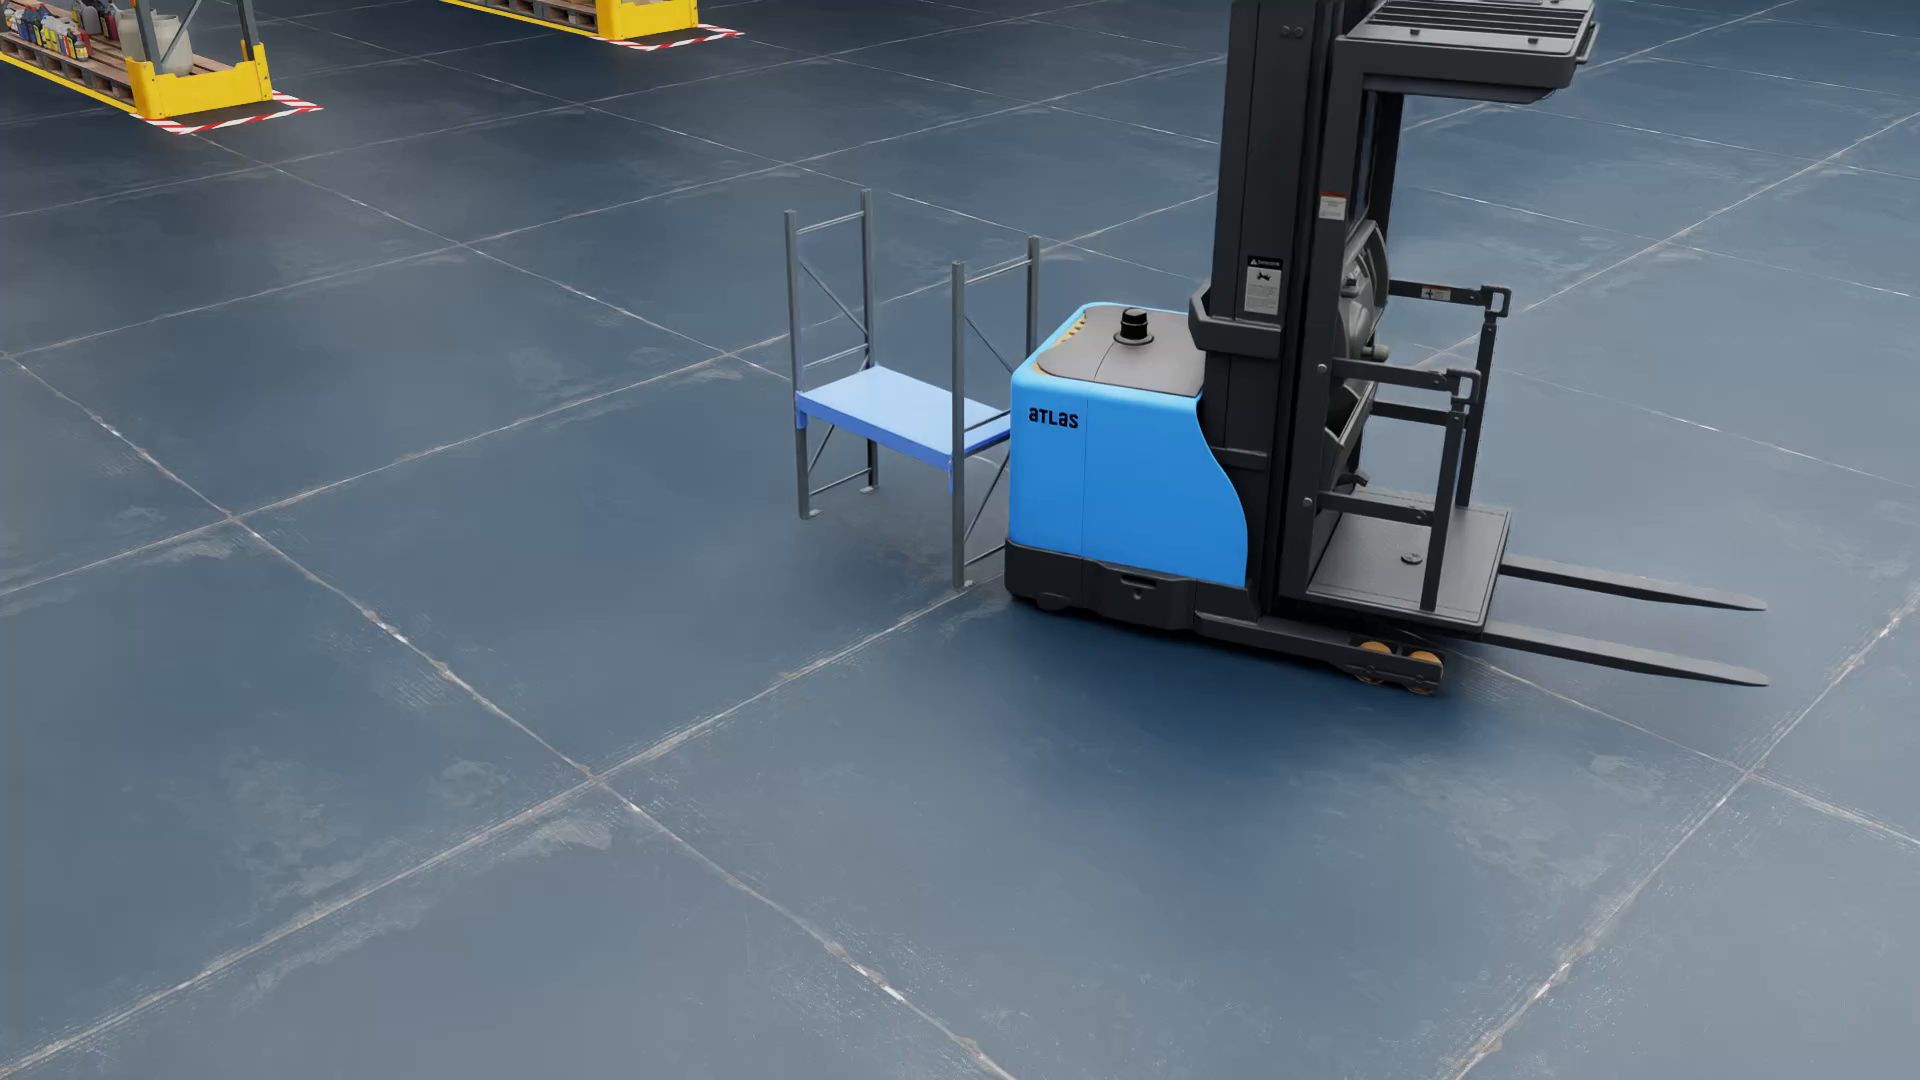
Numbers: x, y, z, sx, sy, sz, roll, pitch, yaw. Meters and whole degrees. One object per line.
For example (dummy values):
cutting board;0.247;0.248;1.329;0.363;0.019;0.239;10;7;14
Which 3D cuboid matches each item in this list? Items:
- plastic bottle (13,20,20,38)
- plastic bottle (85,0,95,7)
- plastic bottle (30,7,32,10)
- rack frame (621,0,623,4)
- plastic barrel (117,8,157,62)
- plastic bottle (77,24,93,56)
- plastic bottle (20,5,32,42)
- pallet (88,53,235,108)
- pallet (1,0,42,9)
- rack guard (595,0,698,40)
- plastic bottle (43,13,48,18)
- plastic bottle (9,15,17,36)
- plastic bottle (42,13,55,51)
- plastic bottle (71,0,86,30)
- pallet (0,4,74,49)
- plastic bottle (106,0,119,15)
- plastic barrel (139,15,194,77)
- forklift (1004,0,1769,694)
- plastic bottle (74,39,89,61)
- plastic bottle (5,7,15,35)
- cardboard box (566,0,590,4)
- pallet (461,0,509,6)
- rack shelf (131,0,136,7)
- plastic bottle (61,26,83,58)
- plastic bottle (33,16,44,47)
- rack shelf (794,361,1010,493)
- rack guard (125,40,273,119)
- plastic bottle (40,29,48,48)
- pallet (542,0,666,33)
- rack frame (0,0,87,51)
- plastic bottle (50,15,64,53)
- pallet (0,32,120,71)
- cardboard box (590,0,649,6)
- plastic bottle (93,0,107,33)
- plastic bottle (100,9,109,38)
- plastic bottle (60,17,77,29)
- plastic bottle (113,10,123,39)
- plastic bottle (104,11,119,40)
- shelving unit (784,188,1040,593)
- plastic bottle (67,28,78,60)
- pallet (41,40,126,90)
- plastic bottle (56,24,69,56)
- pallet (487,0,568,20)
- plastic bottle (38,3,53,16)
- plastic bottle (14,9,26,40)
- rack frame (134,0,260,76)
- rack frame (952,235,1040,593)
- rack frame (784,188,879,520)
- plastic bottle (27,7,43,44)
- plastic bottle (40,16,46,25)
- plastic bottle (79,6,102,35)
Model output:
plastic bottle;-9.669;-5.277;17.097;0.097;0.201;0.097;0;28;0
plastic bottle;-9.072;-5.545;17.445;0.185;0.351;0.144;23;36;37
plastic bottle;-9.490;-5.319;17.089;0.133;0.283;0.061;25;36;38
rack frame;-3.409;-6.975;17.793;0.127;3.000;1.000;25;36;38
plastic barrel;-7.762;-4.769;15.819;0.421;0.512;0.421;0;28;0
plastic bottle;-8.585;-4.905;16.301;0.133;0.283;0.061;25;36;38
plastic bottle;-9.449;-5.258;16.900;0.144;0.351;0.185;-24;36;-38
pallet;-7.544;-4.374;15.841;1.213;0.211;1.003;25;36;38
pallet;-11.195;-6.044;19.018;1.213;0.211;1.003;25;36;38
rack guard;-3.463;-5.894;18.422;0.348;0.500;1.175;25;36;38
plastic bottle;-9.261;-5.216;16.905;0.097;0.271;0.097;0;28;0
plastic bottle;-9.741;-5.310;17.160;0.097;0.201;0.097;0;28;0
plastic bottle;-9.011;-5.058;16.519;0.185;0.351;0.144;24;36;38
plastic bottle;-9.173;-5.497;17.354;0.185;0.351;0.144;25;36;38
pallet;-10.321;-5.646;18.261;1.213;0.211;1.003;25;36;38
plastic bottle;-8.705;-5.377;17.126;0.185;0.351;0.144;24;36;38
plastic barrel;-7.404;-4.606;15.508;0.421;0.512;0.421;0;28;0
forklift;1.761;-0.968;6.442;3.031;2.935;1.130;11;30;20
plastic bottle;-8.498;-4.742;16.079;0.097;0.201;0.097;0;28;0
plastic bottle;-9.814;-5.375;17.207;0.097;0.271;0.097;0;28;0
cardboard box;-4.293;-6.448;19.024;0.500;0.500;0.500;-15;31;-27
pallet;-5.757;-6.839;20.530;1.213;0.211;1.003;25;36;38
rack shelf;-8.307;-5.666;16.075;4.000;0.370;1.077;25;36;38
plastic bottle;-8.659;-4.866;16.235;0.135;0.276;0.152;25;37;39
plastic bottle;-9.226;-5.099;16.670;0.061;0.283;0.133;-23;36;-37
rack shelf;-0.217;-0.526;7.526;1.000;0.185;0.538;24;36;38
rack guard;-6.968;-4.235;15.266;0.348;0.500;1.175;25;36;38
plastic bottle;-9.129;-5.030;16.627;0.097;0.201;0.097;0;28;0
pallet;-4.018;-6.043;19.015;1.213;0.211;1.003;25;36;38
rack frame;-9.734;-6.637;17.149;0.127;3.000;1.000;25;36;38
plastic bottle;-8.879;-4.997;16.404;0.144;0.351;0.185;-24;36;-37
pallet;-9.284;-5.170;17.355;1.213;0.211;1.003;25;36;38
cardboard box;-3.842;-6.264;18.675;0.500;0.500;0.500;-18;33;-30
plastic bottle;-8.935;-5.482;17.326;0.185;0.351;0.144;22;35;36
plastic bottle;-8.759;-5.304;17.061;0.133;0.283;0.061;25;36;38
plastic bottle;-8.925;-5.082;16.646;0.135;0.276;0.152;25;36;38
plastic bottle;-8.592;-5.289;17.040;0.152;0.276;0.135;-25;36;-38
plastic bottle;-8.666;-5.257;16.971;0.133;0.283;0.061;25;36;38
shelving unit;-0.217;-0.685;7.442;1.048;1.500;0.538;24;36;38
plastic bottle;-8.594;-4.810;16.121;0.061;0.283;0.133;-24;36;-38
pallet;-8.410;-4.772;16.598;1.213;0.211;1.003;25;36;38
plastic bottle;-8.758;-4.911;16.321;0.135;0.276;0.152;23;36;37
pallet;-4.883;-6.441;19.772;1.213;0.211;1.003;25;36;38
plastic bottle;-9.348;-5.306;16.991;0.185;0.351;0.144;25;36;38
plastic bottle;-9.564;-5.280;17.023;0.152;0.276;0.135;-24;36;-37
rack frame;-6.881;-5.332;14.667;0.127;3.000;1.000;25;36;38
rack frame;0.150;-0.522;7.131;0.032;1.500;0.500;24;36;38
rack frame;-0.585;-0.849;7.753;0.032;1.500;0.500;24;36;38
plastic bottle;-9.314;-5.197;16.783;0.185;0.351;0.144;23;35;36
plastic bottle;-9.183;-5.126;16.734;0.097;0.271;0.097;0;28;0
plastic bottle;-9.021;-5.392;17.235;0.135;0.276;0.152;25;36;38
